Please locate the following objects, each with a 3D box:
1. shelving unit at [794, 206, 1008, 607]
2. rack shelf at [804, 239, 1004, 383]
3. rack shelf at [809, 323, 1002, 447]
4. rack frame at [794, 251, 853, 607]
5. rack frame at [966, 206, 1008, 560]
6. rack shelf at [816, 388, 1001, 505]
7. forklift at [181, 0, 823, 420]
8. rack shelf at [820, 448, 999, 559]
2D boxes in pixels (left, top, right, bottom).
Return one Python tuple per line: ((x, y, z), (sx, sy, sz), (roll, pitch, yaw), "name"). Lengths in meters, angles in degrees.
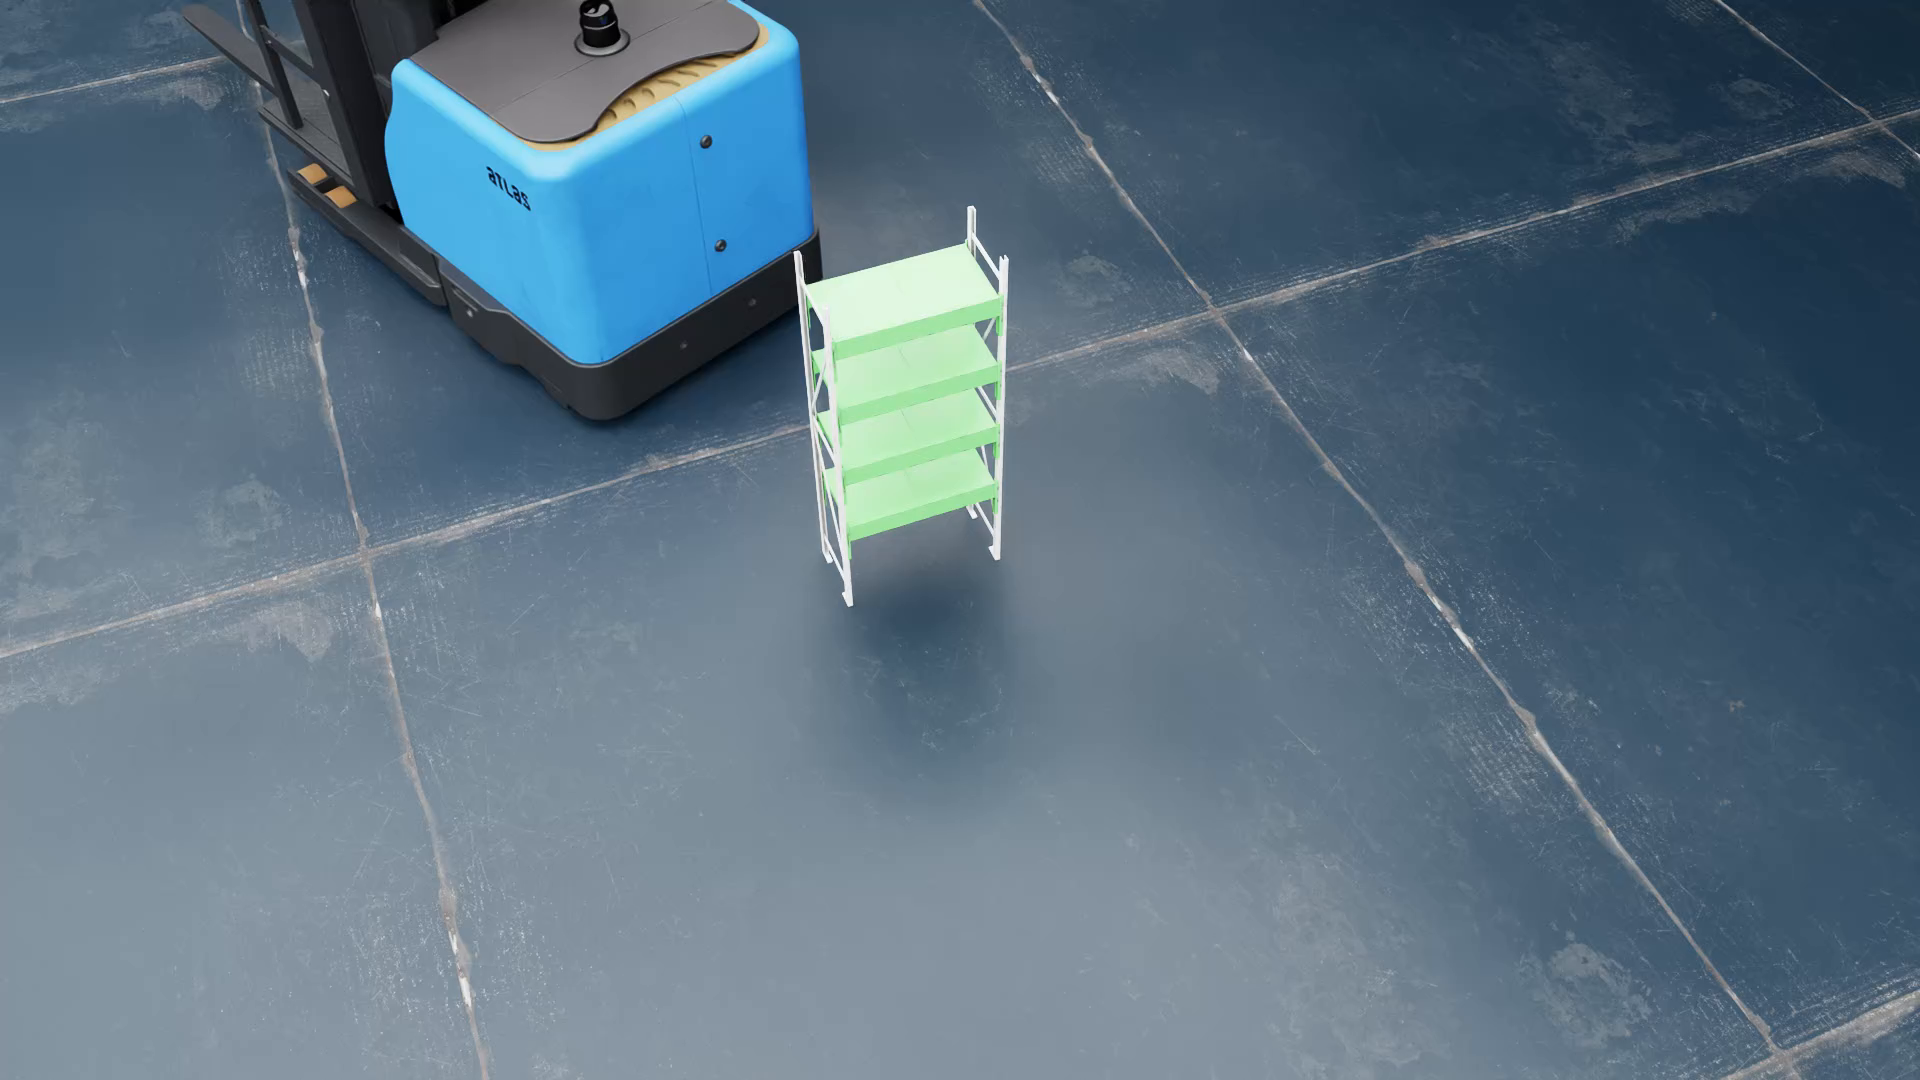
((-0.153, -0.343, 4.754), (0.503, 1.200, 0.258), (-17, 52, -14), "shelving unit")
((-0.153, -0.615, 4.438), (0.480, 0.148, 0.258), (-17, 52, -14), "rack shelf")
((-0.153, -0.458, 4.620), (0.480, 0.148, 0.258), (-17, 52, -14), "rack shelf")
((-0.379, -0.273, 4.694), (0.015, 1.200, 0.240), (-17, 52, -14), "rack frame")
((0.073, -0.413, 4.814), (0.015, 1.200, 0.240), (-17, 52, -14), "rack frame")
((-0.153, -0.302, 4.803), (0.480, 0.148, 0.258), (-17, 52, -14), "rack shelf")
((-1.890, -2.361, 5.345), (3.031, 2.935, 1.130), (37, 59, 27), "forklift")
((-0.153, -0.145, 4.985), (0.480, 0.148, 0.258), (-17, 52, -14), "rack shelf")
